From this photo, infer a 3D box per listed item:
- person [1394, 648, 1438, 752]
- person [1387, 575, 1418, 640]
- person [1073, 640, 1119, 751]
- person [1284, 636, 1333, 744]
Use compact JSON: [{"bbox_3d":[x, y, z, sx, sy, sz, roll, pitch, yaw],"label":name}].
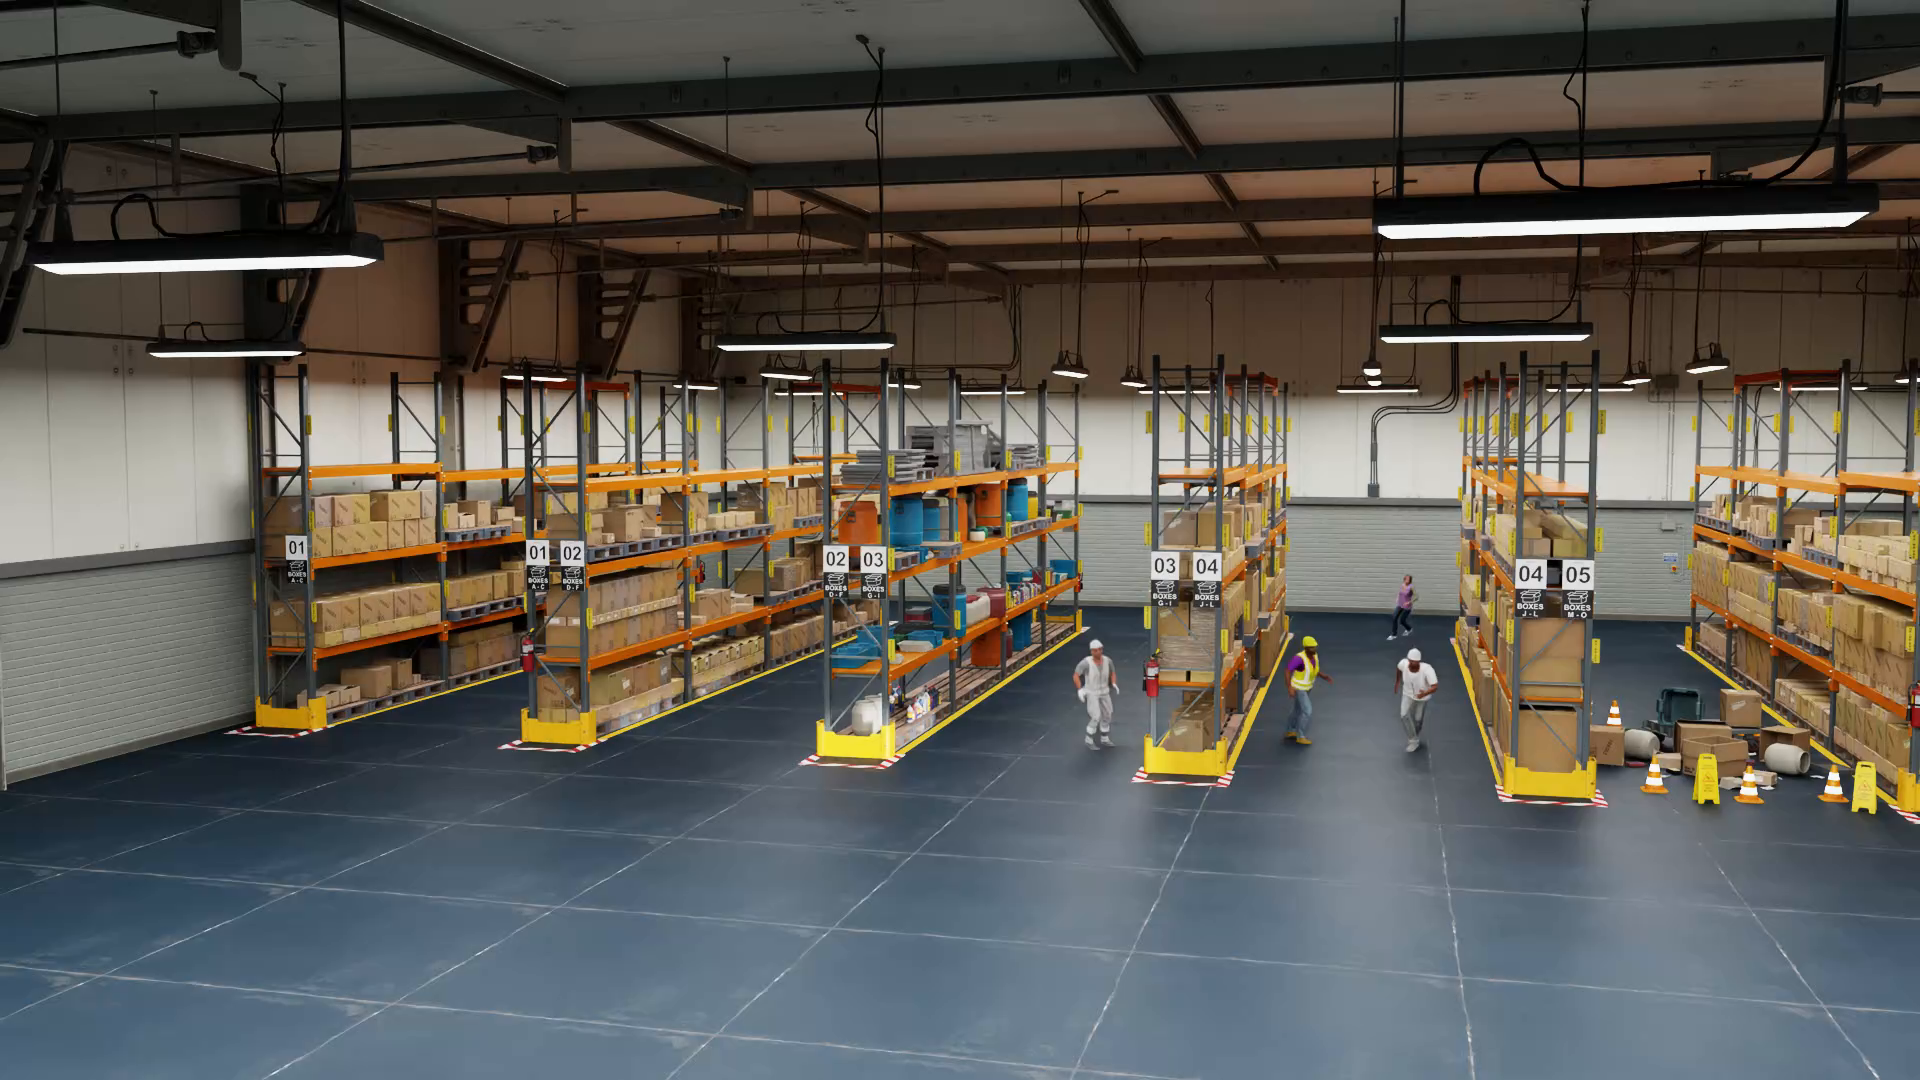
[{"bbox_3d":[7.036,2.418,25.628,0.714,1.591,1.080,2,4,25],"label":"person"},{"bbox_3d":[10.424,1.634,38.790,0.727,1.444,0.609,-3,5,-37],"label":"person"},{"bbox_3d":[2.134,2.382,25.677,0.704,1.722,0.660,-2,4,-24],"label":"person"},{"bbox_3d":[5.454,2.352,26.260,0.827,1.707,0.741,3,5,37],"label":"person"}]
